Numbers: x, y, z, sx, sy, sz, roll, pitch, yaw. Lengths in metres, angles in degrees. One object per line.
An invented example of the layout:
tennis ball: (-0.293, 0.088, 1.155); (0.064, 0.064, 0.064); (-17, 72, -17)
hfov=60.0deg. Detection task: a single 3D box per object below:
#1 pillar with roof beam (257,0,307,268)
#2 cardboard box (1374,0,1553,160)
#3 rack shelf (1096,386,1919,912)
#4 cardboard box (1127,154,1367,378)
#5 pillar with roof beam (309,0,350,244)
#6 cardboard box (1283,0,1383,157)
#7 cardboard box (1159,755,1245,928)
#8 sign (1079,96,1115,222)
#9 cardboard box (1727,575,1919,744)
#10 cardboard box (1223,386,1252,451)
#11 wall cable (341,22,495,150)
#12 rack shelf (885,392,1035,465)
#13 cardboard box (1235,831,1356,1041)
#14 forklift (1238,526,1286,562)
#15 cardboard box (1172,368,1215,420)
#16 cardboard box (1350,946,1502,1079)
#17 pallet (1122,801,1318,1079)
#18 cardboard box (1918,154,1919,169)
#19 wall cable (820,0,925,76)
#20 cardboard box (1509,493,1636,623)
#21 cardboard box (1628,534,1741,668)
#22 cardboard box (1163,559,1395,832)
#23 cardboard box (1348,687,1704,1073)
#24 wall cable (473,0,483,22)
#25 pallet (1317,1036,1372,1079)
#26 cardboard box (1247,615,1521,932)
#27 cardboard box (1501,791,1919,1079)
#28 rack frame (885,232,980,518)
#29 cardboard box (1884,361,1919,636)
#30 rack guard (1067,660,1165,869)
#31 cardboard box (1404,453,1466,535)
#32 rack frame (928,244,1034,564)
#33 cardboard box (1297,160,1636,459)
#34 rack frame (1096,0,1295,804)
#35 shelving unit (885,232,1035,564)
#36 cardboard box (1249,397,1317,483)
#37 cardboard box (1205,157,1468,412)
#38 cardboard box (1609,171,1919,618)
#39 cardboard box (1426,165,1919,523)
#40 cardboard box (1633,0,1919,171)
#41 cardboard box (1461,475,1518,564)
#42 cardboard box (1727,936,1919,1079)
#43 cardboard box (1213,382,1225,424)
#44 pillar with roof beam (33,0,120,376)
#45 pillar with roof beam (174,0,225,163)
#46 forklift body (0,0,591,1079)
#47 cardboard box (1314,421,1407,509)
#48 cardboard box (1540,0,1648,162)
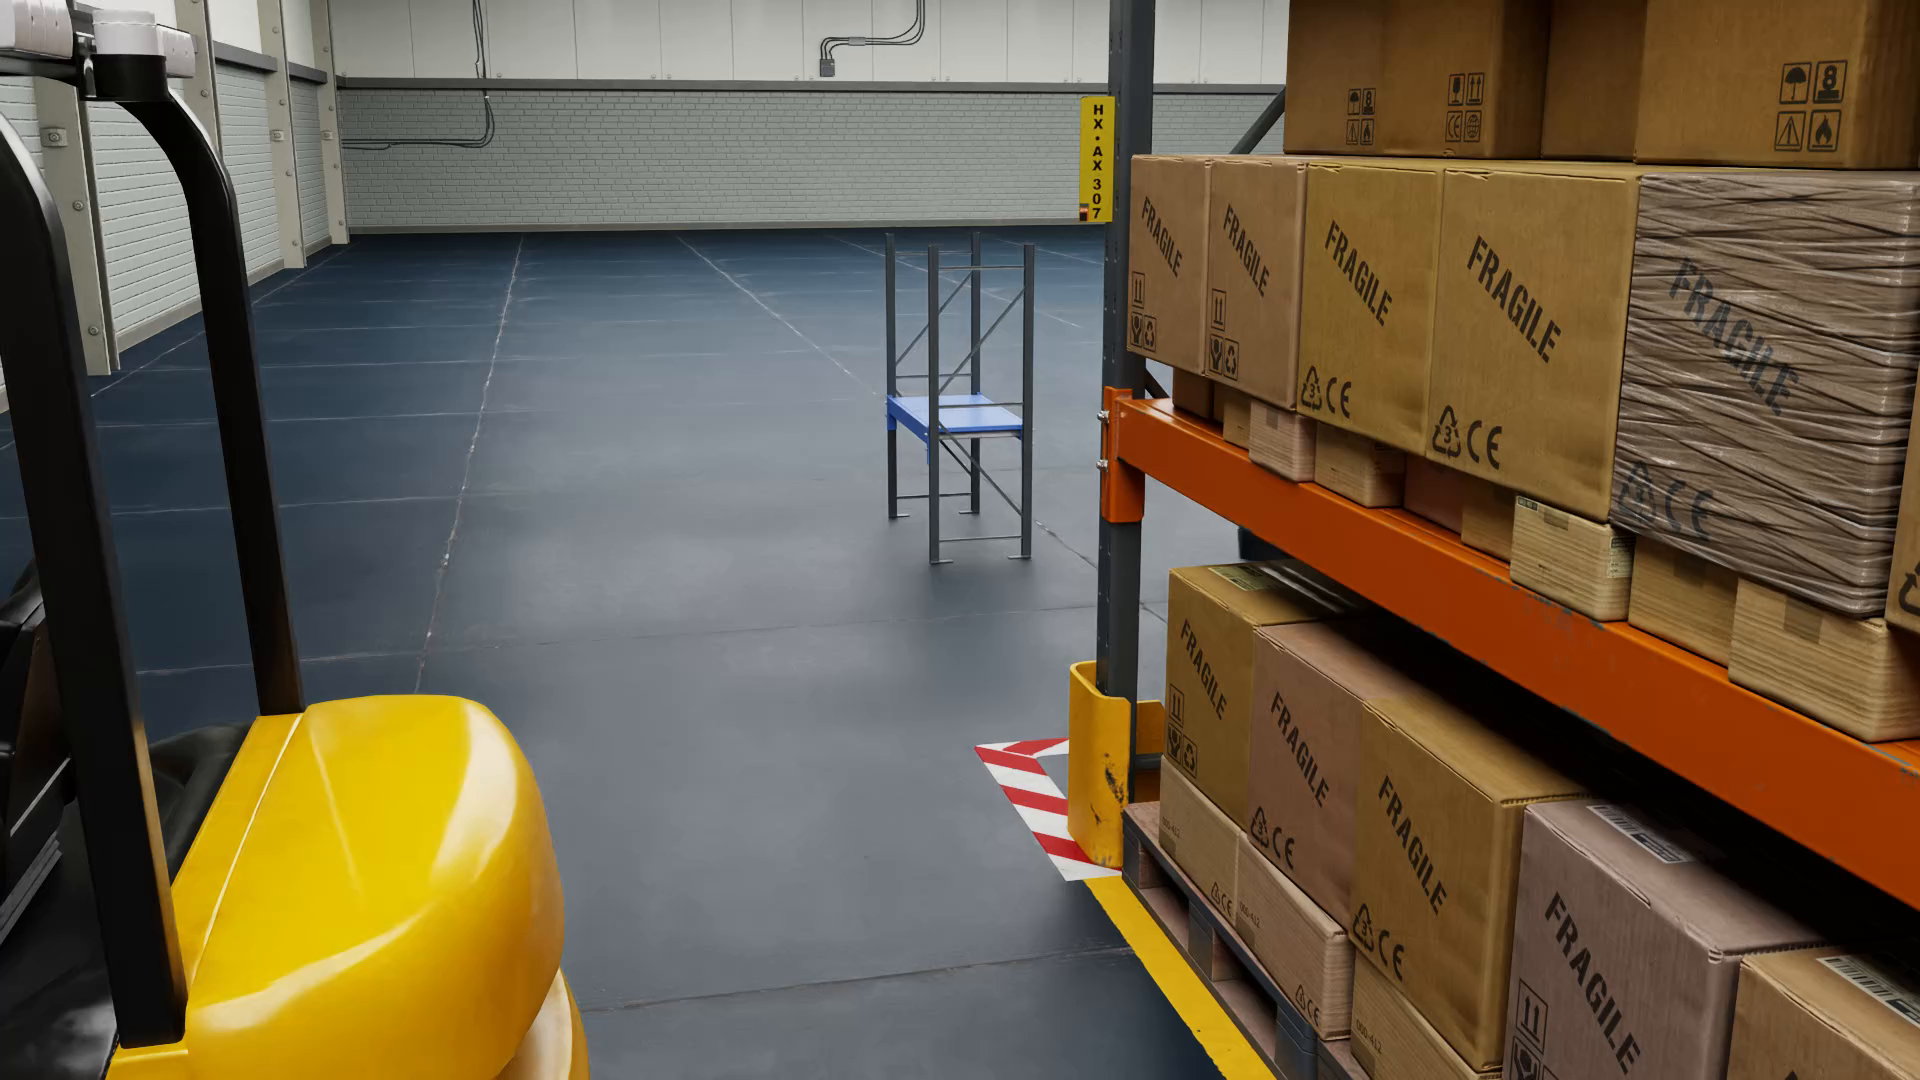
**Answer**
pillar with roof beam: (-6.093, -8.826, 25.590); (9.100, 9.000, 0.400); (-3, 14, -13)
cardboard box: (1.339, -1.079, 3.579); (0.700, 0.500, 0.500); (-3, 14, -13)
rack shelf: (1.365, 0.188, 2.854); (1.077, 0.370, 4.000); (-3, 14, -13)
cardboard box: (0.737, -0.691, 4.099); (0.500, 0.500, 0.500); (-4, 14, -14)
pillar with roof beam: (-7.503, -10.210, 31.256); (9.100, 9.000, 0.400); (-3, 14, -13)
cardboard box: (1.227, -1.196, 4.059); (0.700, 0.500, 0.500); (-4, 14, -15)
cardboard box: (0.816, 0.710, 4.109); (0.500, 0.250, 0.500); (-3, 14, -14)
sign: (0.368, -1.013, 4.430); (0.100, 0.325, 0.005); (-3, 14, -13)
cardboard box: (1.221, 0.130, 2.102); (0.380, 0.149, 0.250); (-3, 14, -14)
cardboard box: (0.830, -0.288, 3.815); (0.380, 0.149, 0.250); (-4, 14, -15)
wall cable: (-11.094, -9.215, 33.726); (3.097, 2.526, 0.112); (-3, 14, -13)
rack shelf: (-0.020, -0.574, 8.372); (0.538, 0.185, 1.000); (-3, 14, -13)
cardboard box: (0.928, 0.828, 3.625); (0.500, 0.250, 0.500); (-3, 14, -11)
forklift: (2.872, -1.320, 7.653); (3.031, 2.935, 1.130); (2, 14, 8)
cardboard box: (0.774, -0.411, 4.319); (0.380, 0.149, 0.250); (-3, 14, -13)
cardboard box: (1.069, 0.954, 3.113); (0.500, 0.250, 0.500); (-2, 14, -9)
pallet: (1.069, 0.938, 4.141); (1.003, 0.211, 1.213); (-3, 14, -13)
cardboard box: (1.752, -0.729, 2.147); (0.700, 0.500, 0.500); (-4, 14, -14)
wall cable: (-1.862, -12.901, 35.105); (2.305, 6.003, 0.169); (-3, 14, -13)
cardboard box: (1.094, 0.012, 2.585); (0.380, 0.149, 0.250); (-3, 14, -13)
cardboard box: (1.190, 0.070, 2.351); (0.380, 0.149, 0.250); (-4, 14, -14)
cardboard box: (0.822, 0.351, 3.997); (0.500, 0.500, 0.500); (-4, 14, -15)
cardboard box: (1.059, 0.588, 3.029); (0.500, 0.500, 0.500); (-3, 14, -12)
wall cable: (-8.464, -11.819, 33.744); (3.097, 2.526, 0.112); (-3, 14, -13)
pallet: (1.352, 1.219, 2.991); (1.003, 0.211, 1.213); (-3, 14, -13)
cardboard box: (0.949, 0.472, 3.505); (0.500, 0.500, 0.500); (-4, 14, -15)
cardboard box: (1.193, 0.711, 2.526); (0.500, 0.500, 0.500); (-3, 14, -10)
rack frame: (-0.139, -0.866, 8.810); (0.500, 1.500, 0.032); (-3, 14, -13)
cardboard box: (1.361, -0.100, 1.680); (0.500, 0.500, 0.500); (-3, 14, -11)
rack guard: (0.913, 0.609, 4.882); (1.175, 0.500, 0.348); (-3, 14, -13)
cardboard box: (1.059, -0.111, 3.092); (0.380, 0.149, 0.250); (-3, 14, -11)
rack frame: (0.099, -0.631, 7.850); (0.500, 1.500, 0.032); (-3, 14, -13)
cardboard box: (0.982, -0.455, 3.130); (0.500, 0.500, 0.500); (-4, 14, -14)
rack frame: (0.895, -0.623, 4.657); (1.000, 3.000, 0.127); (-3, 14, -13)
shelving unit: (-0.020, -0.748, 8.330); (0.538, 1.500, 1.048); (-3, 14, -13)
cardboard box: (0.845, -0.227, 3.565); (0.380, 0.149, 0.250); (-3, 14, -12)
cardboard box: (0.861, -0.572, 3.611); (0.500, 0.500, 0.500); (-3, 14, -11)
cardboard box: (1.235, -0.220, 2.169); (0.500, 0.500, 0.500); (-3, 14, -12)
cardboard box: (1.110, -0.338, 2.652); (0.500, 0.500, 0.500); (-4, 14, -14)
cardboard box: (1.541, -0.844, 2.618); (0.700, 0.500, 0.500); (-3, 14, -14)
cardboard box: (1.092, -0.049, 2.836); (0.380, 0.149, 0.250); (-4, 14, -15)
cardboard box: (1.314, 0.828, 2.045); (0.500, 0.500, 0.500); (-3, 14, -12)
cardboard box: (0.847, -0.354, 4.084); (0.380, 0.149, 0.250); (-3, 14, -12)
pillar with roof beam: (-3.275, -6.057, 14.259); (9.100, 9.000, 0.400); (-3, 14, -13)
pillar with roof beam: (-4.684, -7.441, 19.925); (9.100, 9.000, 0.400); (-3, 14, -13)
forklift body: (-1.710, 0.403, 2.247); (2.313, 2.155, 1.214); (-3, 14, -13)
cardboard box: (0.939, -0.169, 3.328); (0.380, 0.149, 0.250); (-3, 14, -12)
cardboard box: (1.559, -0.967, 3.121); (0.700, 0.500, 0.500); (-3, 14, -14)
